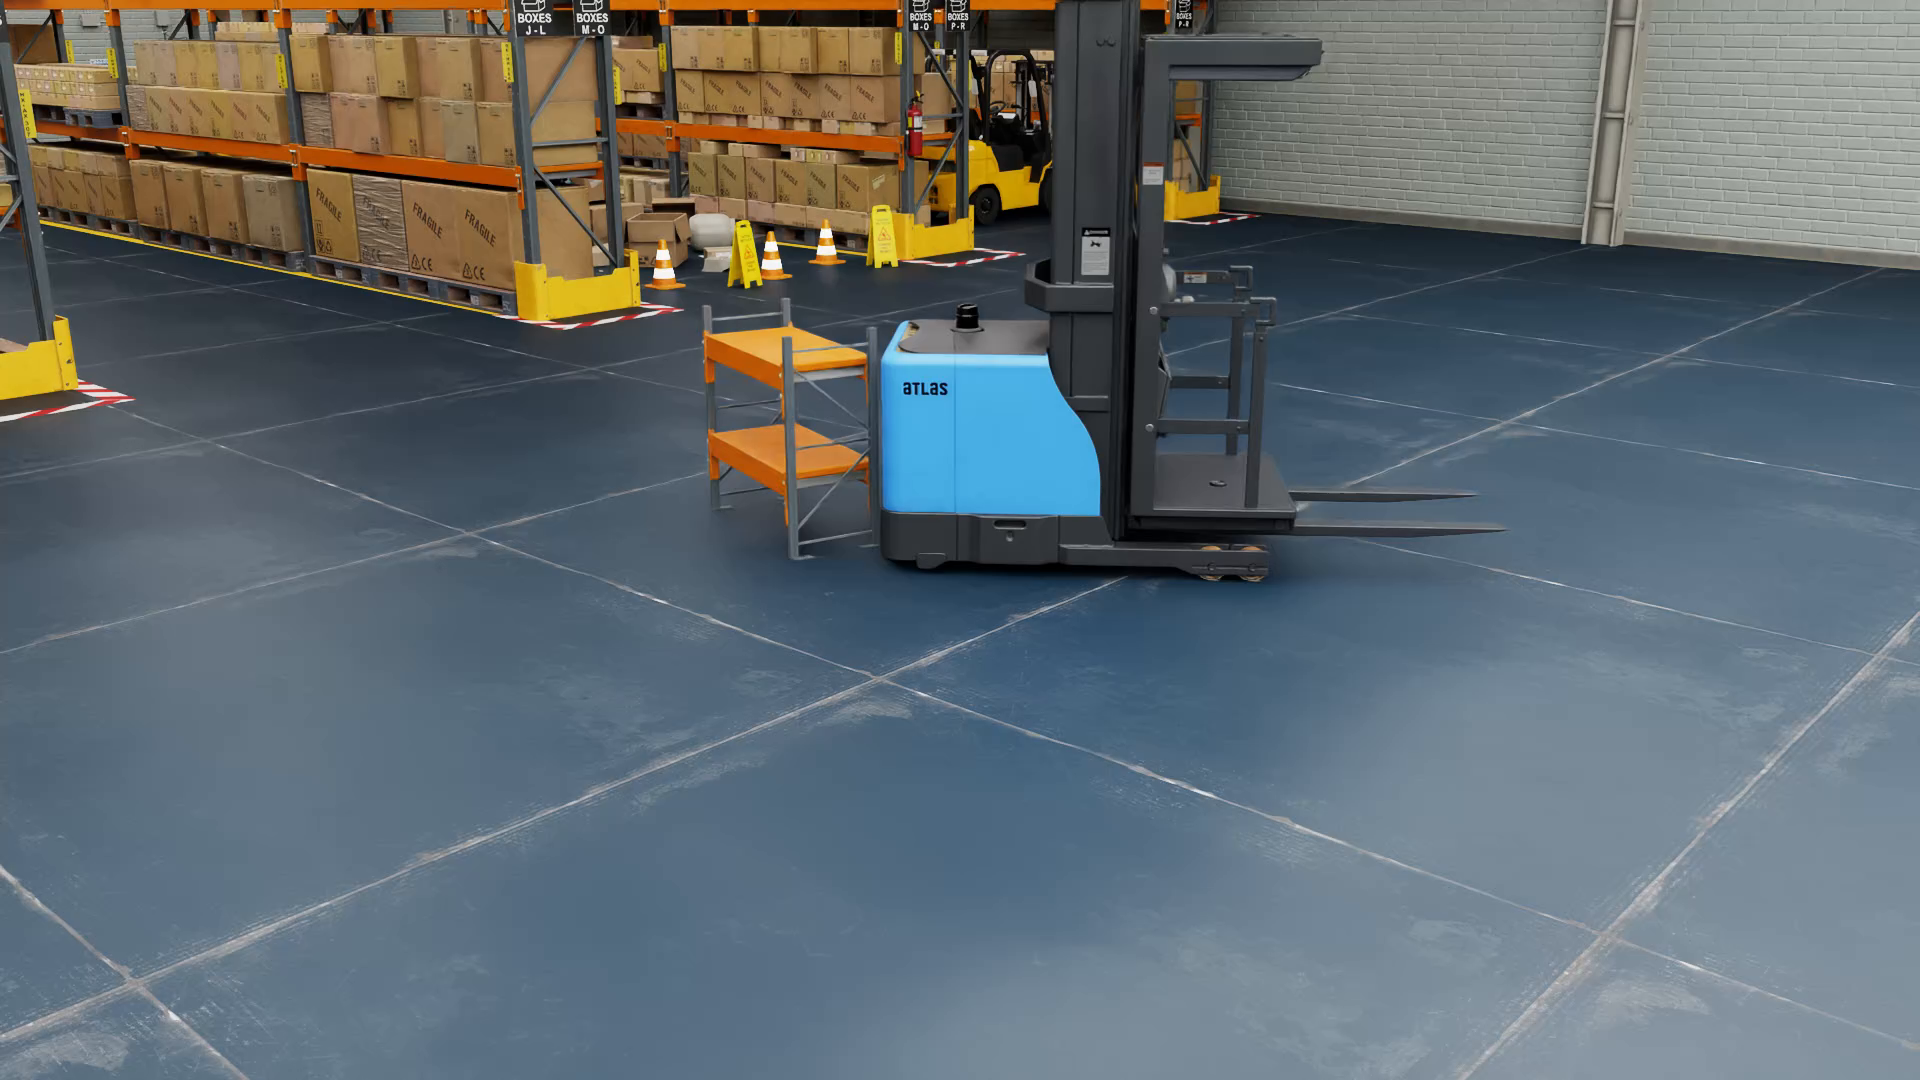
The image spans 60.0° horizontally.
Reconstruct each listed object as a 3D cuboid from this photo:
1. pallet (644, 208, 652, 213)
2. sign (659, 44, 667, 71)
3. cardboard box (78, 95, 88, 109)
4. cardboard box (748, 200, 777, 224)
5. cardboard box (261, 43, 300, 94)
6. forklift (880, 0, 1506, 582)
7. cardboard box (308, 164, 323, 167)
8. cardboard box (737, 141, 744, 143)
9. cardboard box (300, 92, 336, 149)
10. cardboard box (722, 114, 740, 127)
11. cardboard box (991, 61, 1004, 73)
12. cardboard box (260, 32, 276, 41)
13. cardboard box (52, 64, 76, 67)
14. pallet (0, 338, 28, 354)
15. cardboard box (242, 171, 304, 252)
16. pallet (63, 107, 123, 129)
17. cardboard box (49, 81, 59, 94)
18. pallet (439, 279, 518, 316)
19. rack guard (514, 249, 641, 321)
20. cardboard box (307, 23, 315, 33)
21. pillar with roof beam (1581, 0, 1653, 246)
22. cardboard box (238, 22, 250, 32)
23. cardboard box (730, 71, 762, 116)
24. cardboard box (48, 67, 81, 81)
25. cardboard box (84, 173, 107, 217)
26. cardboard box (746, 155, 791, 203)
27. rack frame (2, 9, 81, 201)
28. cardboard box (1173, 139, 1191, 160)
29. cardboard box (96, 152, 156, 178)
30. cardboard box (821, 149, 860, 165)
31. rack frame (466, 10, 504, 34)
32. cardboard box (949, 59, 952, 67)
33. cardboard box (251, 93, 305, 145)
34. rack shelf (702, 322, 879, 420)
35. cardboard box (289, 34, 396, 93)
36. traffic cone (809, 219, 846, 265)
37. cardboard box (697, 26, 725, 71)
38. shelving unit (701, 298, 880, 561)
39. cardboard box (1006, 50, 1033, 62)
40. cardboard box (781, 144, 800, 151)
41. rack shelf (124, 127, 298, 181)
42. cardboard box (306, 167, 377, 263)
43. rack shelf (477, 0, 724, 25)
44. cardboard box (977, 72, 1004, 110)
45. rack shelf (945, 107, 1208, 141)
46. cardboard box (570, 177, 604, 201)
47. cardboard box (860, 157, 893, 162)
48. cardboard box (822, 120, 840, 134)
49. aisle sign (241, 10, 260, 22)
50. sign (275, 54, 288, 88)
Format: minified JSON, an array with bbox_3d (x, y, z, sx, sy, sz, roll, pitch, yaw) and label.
[{"bbox_3d":[-3.848,-4.297,21.802,1.213,0.211,1.003,15,23,39],"label":"pallet"},{"bbox_3d":[-3.631,-5.895,20.315,0.005,0.325,0.100,15,23,39],"label":"sign"},{"bbox_3d":[-10.325,-5.259,19.944,0.250,0.149,0.380,15,23,39],"label":"cardboard box"},{"bbox_3d":[-2.198,-3.969,20.012,0.500,0.250,0.500,15,23,39],"label":"cardboard box"},{"bbox_3d":[-6.850,-4.952,17.439,0.500,0.500,0.700,15,23,38],"label":"cardboard box"},{"bbox_3d":[1.151,-1.363,8.062,3.031,2.935,1.130,1,18,3],"label":"forklift"},{"bbox_3d":[-10.317,-6.385,27.314,0.875,0.438,0.875,14,22,38],"label":"cardboard box"},{"bbox_3d":[-3.424,-6.442,27.389,0.500,0.500,0.500,16,24,41],"label":"cardboard box"},{"bbox_3d":[-6.191,-4.330,17.048,0.550,0.550,0.875,15,23,39],"label":"cardboard box"},{"bbox_3d":[-2.638,-5.071,20.048,0.250,0.149,0.380,16,24,41],"label":"cardboard box"},{"bbox_3d":[0.634,-6.663,23.410,0.250,0.149,0.380,16,23,40],"label":"cardboard box"},{"bbox_3d":[-10.915,-7.939,26.850,0.500,0.500,0.500,15,23,39],"label":"cardboard box"},{"bbox_3d":[-11.635,-6.157,21.792,0.250,0.149,0.380,14,22,38],"label":"cardboard box"},{"bbox_3d":[-7.492,-1.282,12.302,1.213,0.211,1.003,15,23,39],"label":"pallet"},{"bbox_3d":[-6.999,-3.562,17.901,0.750,0.750,1.050,15,23,39],"label":"cardboard box"},{"bbox_3d":[-10.071,-5.160,20.230,1.003,0.211,1.213,15,23,39],"label":"pallet"},{"bbox_3d":[-10.909,-5.558,20.394,0.250,0.149,0.380,15,23,39],"label":"cardboard box"},{"bbox_3d":[-4.133,-2.340,15.637,1.213,0.211,1.003,15,23,39],"label":"pallet"},{"bbox_3d":[-3.465,-2.330,15.128,0.348,0.500,1.175,15,23,39],"label":"rack guard"},{"bbox_3d":[-9.995,-8.029,26.062,0.250,0.149,0.380,15,23,39],"label":"cardboard box"},{"bbox_3d":[4.726,-6.815,15.209,0.400,9.000,9.100,15,23,39],"label":"pillar with roof beam"},{"bbox_3d":[-11.588,-8.415,27.279,0.250,0.149,0.380,14,22,38],"label":"cardboard box"},{"bbox_3d":[-2.363,-5.309,19.723,0.500,0.500,0.500,15,23,39],"label":"cardboard box"},{"bbox_3d":[-10.899,-5.698,20.343,0.250,0.149,0.380,15,23,39],"label":"cardboard box"},{"bbox_3d":[-10.518,-4.320,20.702,0.500,0.500,0.500,16,24,41],"label":"cardboard box"},{"bbox_3d":[-2.208,-4.328,19.902,0.500,0.500,0.500,17,24,42],"label":"cardboard box"},{"bbox_3d":[-12.459,-5.936,22.357,0.127,3.000,1.000,15,23,39],"label":"rack frame"},{"bbox_3d":[2.785,-5.296,22.539,0.500,0.250,0.500,15,23,38],"label":"cardboard box"},{"bbox_3d":[-10.152,-4.577,20.273,0.500,0.250,0.500,14,23,38],"label":"cardboard box"},{"bbox_3d":[-1.365,-4.383,19.004,0.250,0.149,0.380,16,24,41],"label":"cardboard box"},{"bbox_3d":[-8.948,-9.003,32.021,0.127,3.000,1.000,15,23,39],"label":"rack frame"},{"bbox_3d":[-0.093,-7.070,24.691,0.250,0.149,0.380,14,23,38],"label":"cardboard box"},{"bbox_3d":[-7.043,-4.422,17.420,0.500,0.500,0.500,15,23,39],"label":"cardboard box"},{"bbox_3d":[-0.889,-0.886,8.577,0.538,0.278,1.000,-10,20,-29],"label":"rack shelf"},{"bbox_3d":[-6.222,-4.834,16.852,0.550,0.550,0.875,15,23,39],"label":"cardboard box"},{"bbox_3d":[-1.451,-3.252,18.094,0.334,0.463,0.336,15,23,39],"label":"traffic cone"},{"bbox_3d":[-2.712,-5.891,19.905,0.500,0.500,0.700,15,23,40],"label":"cardboard box"},{"bbox_3d":[-0.889,-0.607,8.665,0.538,1.125,1.048,-10,20,-29],"label":"shelving unit"},{"bbox_3d":[0.857,-6.759,23.221,0.250,0.149,0.380,15,23,38],"label":"cardboard box"},{"bbox_3d":[-2.507,-6.337,26.851,0.625,0.625,0.875,16,24,41],"label":"cardboard box"},{"bbox_3d":[-7.971,-4.388,18.670,4.000,0.370,1.077,15,23,39],"label":"rack shelf"},{"bbox_3d":[-6.051,-3.375,17.106,0.875,0.875,0.875,15,23,40],"label":"cardboard box"},{"bbox_3d":[-4.761,-6.958,21.809,4.000,0.370,1.077,15,23,39],"label":"rack shelf"},{"bbox_3d":[0.586,-6.392,23.630,0.500,0.500,0.500,16,23,40],"label":"cardboard box"},{"bbox_3d":[1.523,-5.849,23.273,4.000,0.370,1.077,15,23,39],"label":"rack shelf"},{"bbox_3d":[-4.424,-4.231,19.864,0.500,0.500,0.500,15,23,39],"label":"cardboard box"},{"bbox_3d":[-1.105,-4.247,19.647,0.500,0.500,0.500,14,22,37],"label":"cardboard box"},{"bbox_3d":[-1.348,-4.701,18.880,0.250,0.149,0.380,16,23,40],"label":"cardboard box"},{"bbox_3d":[-12.088,-9.203,28.354,0.004,0.787,0.394,15,23,39],"label":"aisle sign"},{"bbox_3d":[-6.828,-4.719,16.740,0.005,0.325,0.100,15,23,39],"label":"sign"}]
